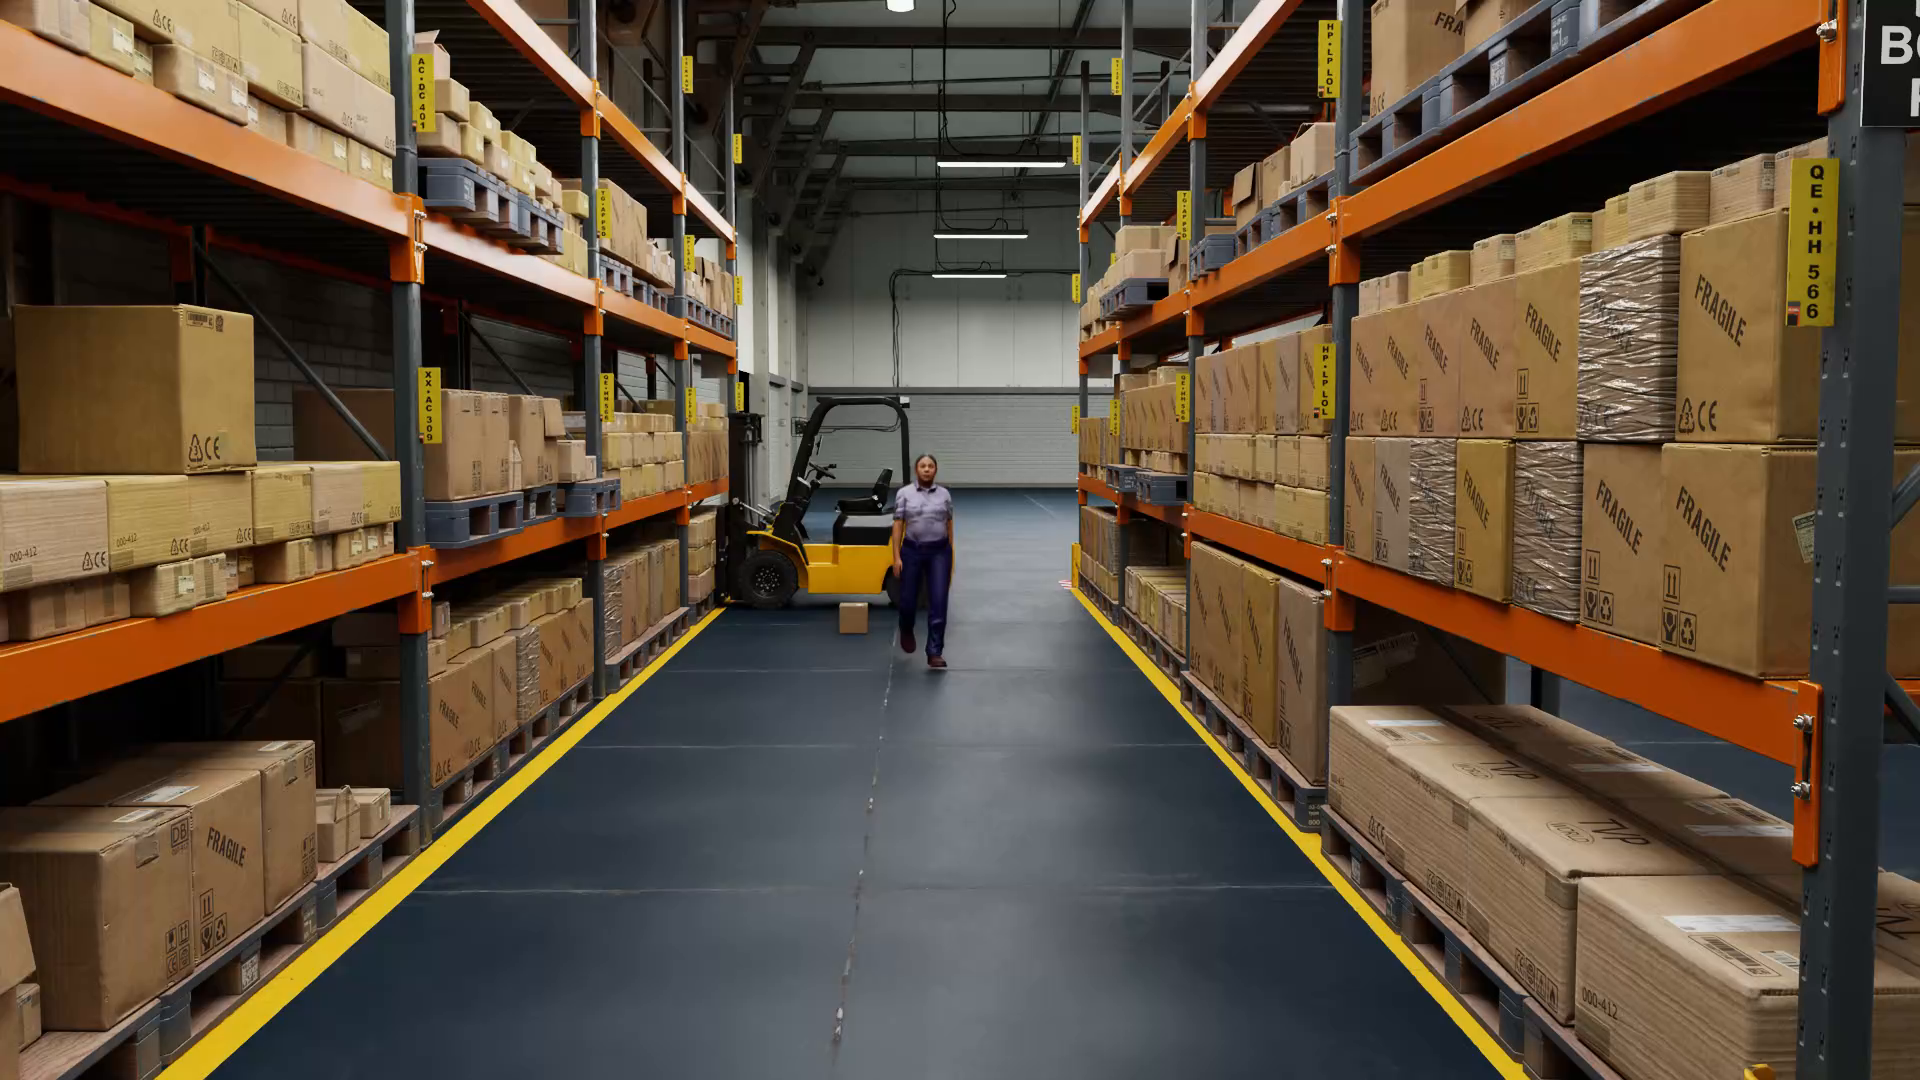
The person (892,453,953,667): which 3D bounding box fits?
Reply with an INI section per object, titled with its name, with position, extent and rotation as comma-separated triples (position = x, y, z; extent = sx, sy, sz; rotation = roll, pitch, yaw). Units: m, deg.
[person]
position = -0.287, 0.144, 12.805
extent = 0.487, 1.608, 0.716
rotation = -1, 4, -9
